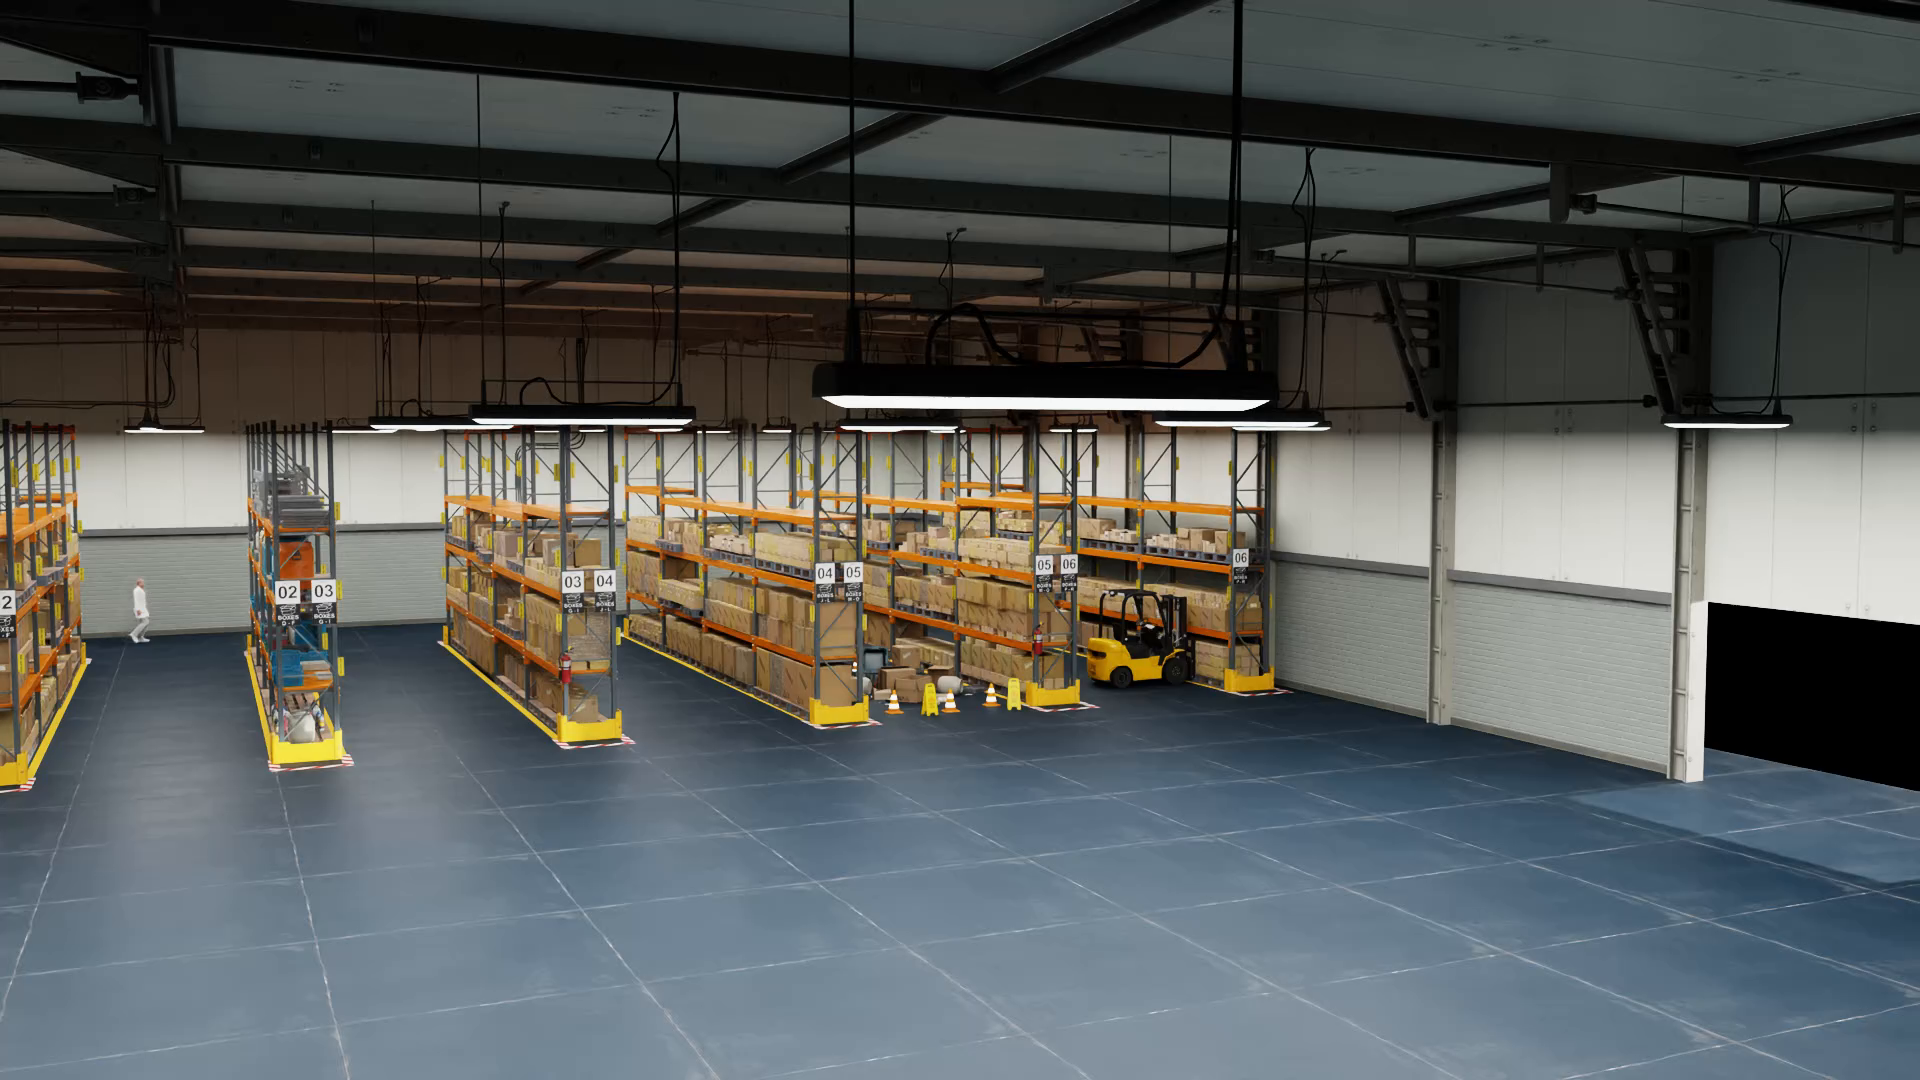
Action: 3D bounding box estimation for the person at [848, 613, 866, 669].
[{"bbox_3d":[-2.556,2.346,40.688,0.578,1.659,0.425,-2,4,-25],"label":"person"}]

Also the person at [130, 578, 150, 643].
[{"bbox_3d":[-22.640,1.999,45.917,0.533,1.670,0.608,-1,4,-19],"label":"person"}]
